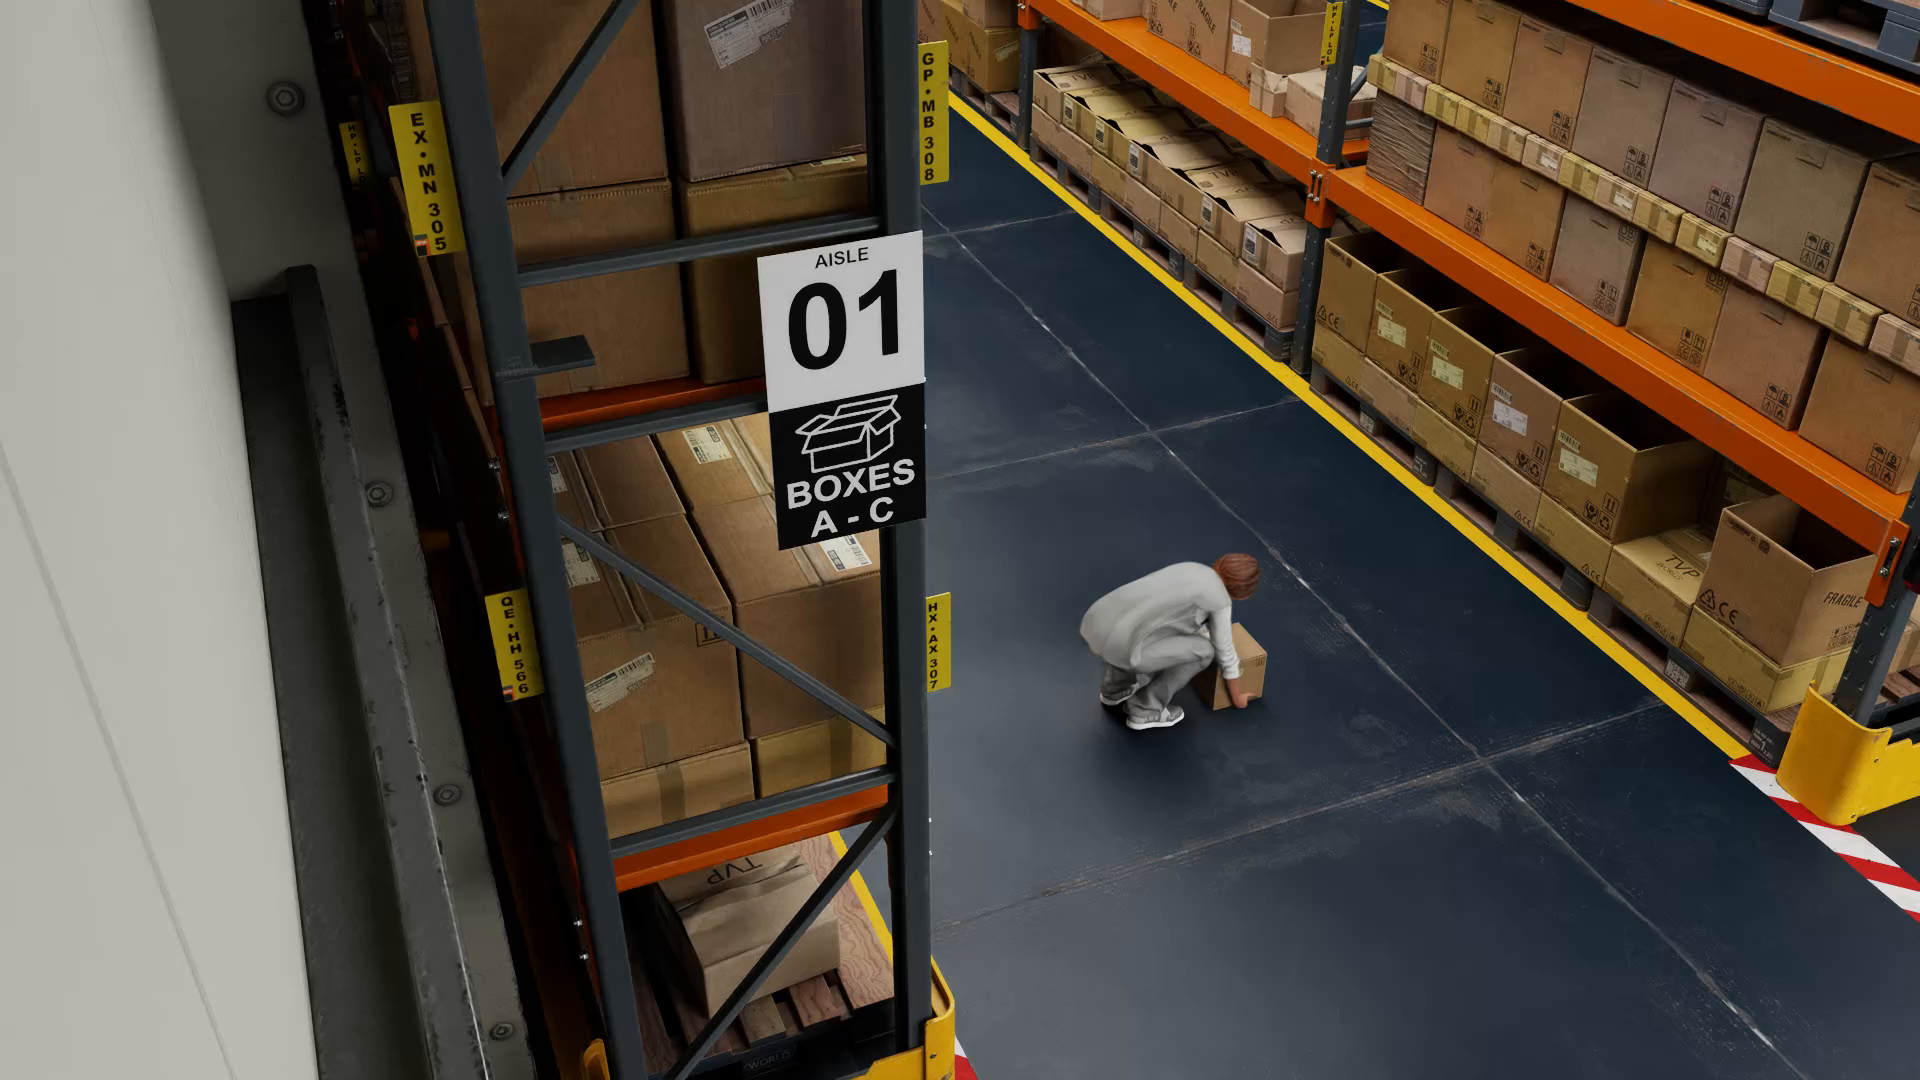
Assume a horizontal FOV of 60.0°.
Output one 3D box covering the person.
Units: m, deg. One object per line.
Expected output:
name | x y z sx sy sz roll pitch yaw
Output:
person | 0.917 0.446 7.227 0.864 0.703 0.417 -14 36 -20
